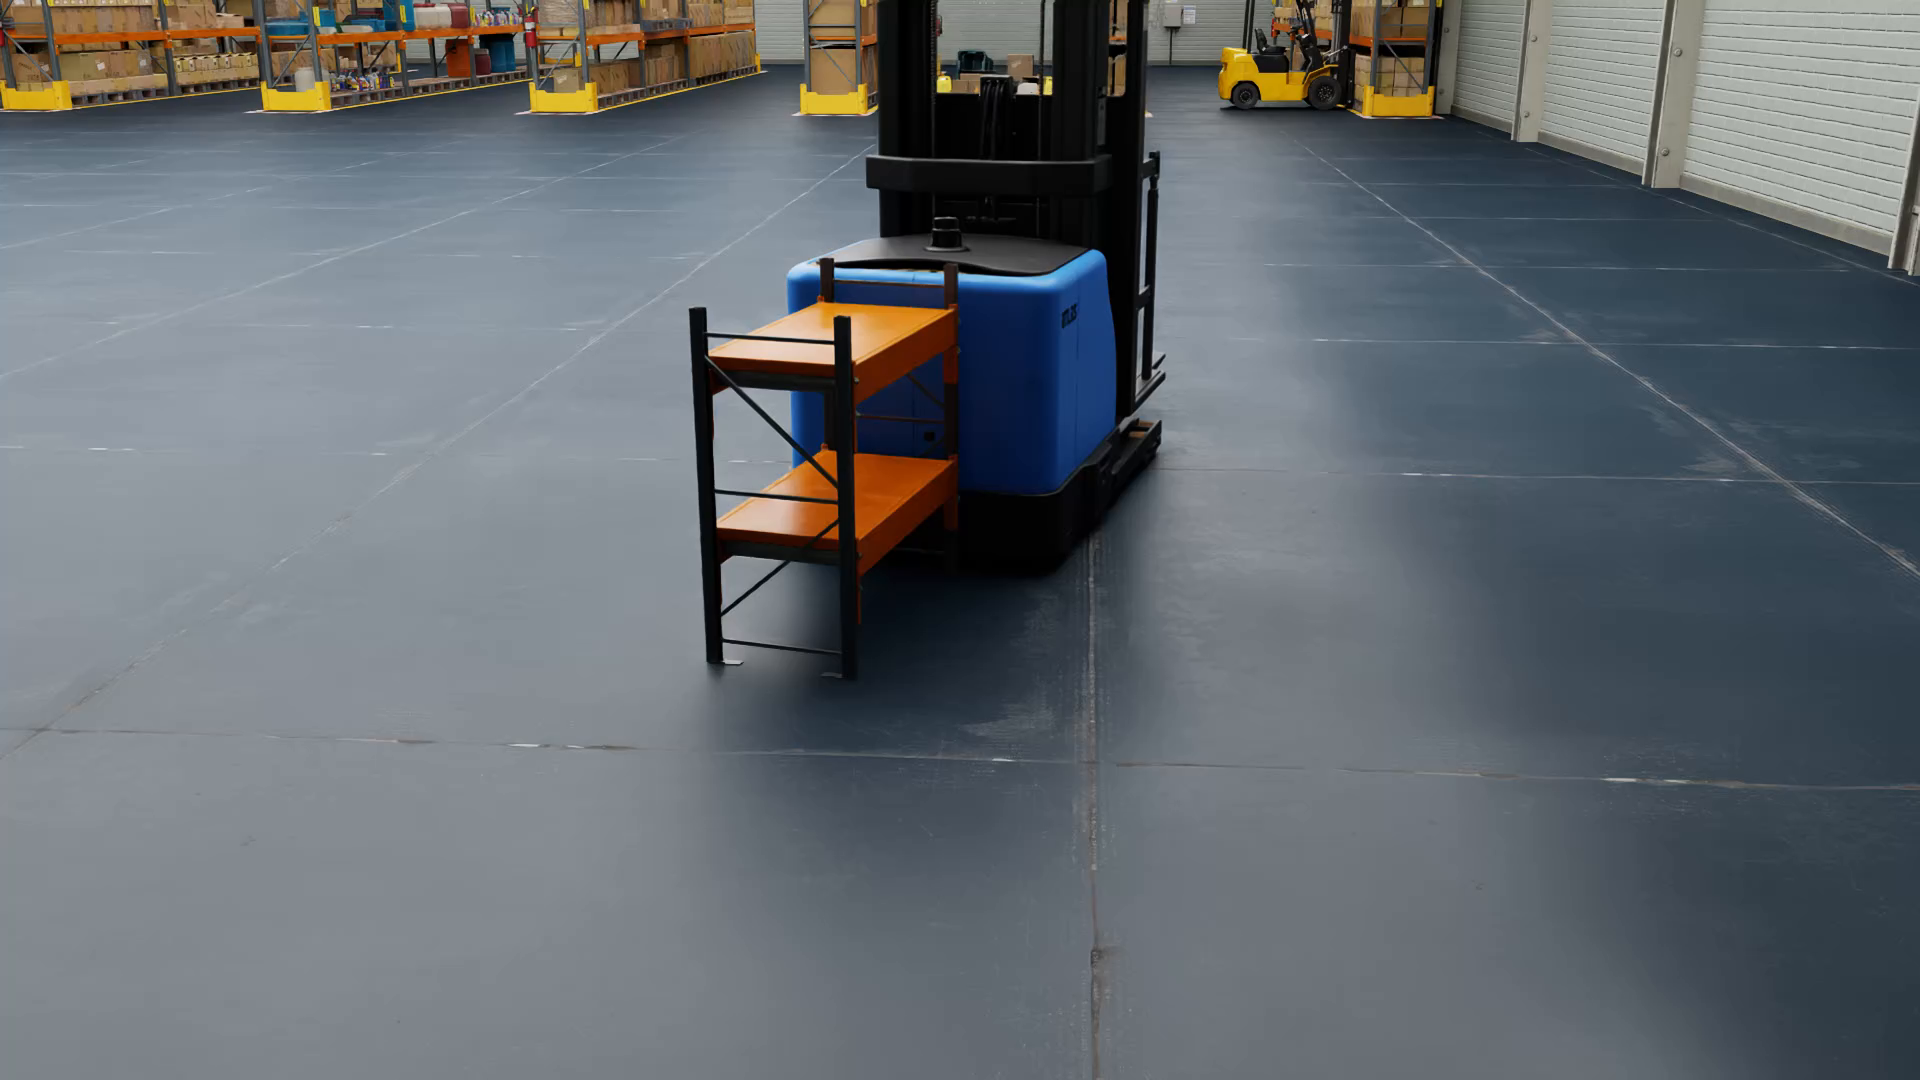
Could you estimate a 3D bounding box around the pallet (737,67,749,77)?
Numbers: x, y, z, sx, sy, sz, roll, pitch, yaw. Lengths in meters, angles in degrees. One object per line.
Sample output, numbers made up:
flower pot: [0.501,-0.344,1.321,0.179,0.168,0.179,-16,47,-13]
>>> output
pallet: [-6.107,-12.210,43.348,1.003,0.211,1.213,1,18,4]

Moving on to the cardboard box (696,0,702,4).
cardboard box: [-6.452,-12.840,39.021,0.797,0.503,0.637,2,18,6]

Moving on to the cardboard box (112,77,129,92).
cardboard box: [-16.696,-8.937,32.621,0.500,0.250,0.500,1,18,4]

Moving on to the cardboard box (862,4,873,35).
cardboard box: [-2.080,-9.582,30.608,0.875,0.550,0.550,1,18,4]

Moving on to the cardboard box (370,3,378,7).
cardboard box: [-15.754,-13.972,44.085,0.500,0.500,0.500,1,18,4]

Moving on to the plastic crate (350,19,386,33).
plastic crate: [-11.647,-10.127,32.749,0.499,0.251,0.616,1,18,4]

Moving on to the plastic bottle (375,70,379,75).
plastic bottle: [-11.741,-9.294,33.517,0.144,0.351,0.185,1,18,4]

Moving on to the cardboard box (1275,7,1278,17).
cardboard box: [8.497,-13.768,43.386,0.500,0.250,0.500,1,18,4]

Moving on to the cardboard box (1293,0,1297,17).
cardboard box: [8.216,-12.531,39.014,0.700,0.500,0.500,1,18,5]

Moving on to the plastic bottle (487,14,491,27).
plastic bottle: [-11.070,-12.219,39.083,0.061,0.283,0.133,1,18,4]

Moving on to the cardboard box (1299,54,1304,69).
cardboard box: [8.140,-10.975,38.440,0.500,0.500,0.500,1,18,2]

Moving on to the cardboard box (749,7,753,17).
cardboard box: [-5.808,-14.077,44.330,0.500,0.250,0.500,1,18,3]

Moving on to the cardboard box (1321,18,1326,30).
cardboard box: [7.878,-10.828,34.892,0.500,0.250,0.500,1,18,2]

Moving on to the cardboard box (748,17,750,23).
cardboard box: [-5.771,-13.767,44.024,0.380,0.149,0.250,1,18,4]

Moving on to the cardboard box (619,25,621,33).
cardboard box: [-6.759,-9.857,32.090,0.380,0.149,0.250,1,18,4]

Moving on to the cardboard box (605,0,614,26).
cardboard box: [-7.075,-10.021,31.549,0.875,0.500,0.500,1,18,4]

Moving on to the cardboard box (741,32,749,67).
cardboard box: [-6.069,-12.870,43.621,0.875,0.875,0.875,1,18,4]

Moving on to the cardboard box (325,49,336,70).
cardboard box: [-15.955,-12.005,41.551,0.500,0.500,0.500,1,18,4]

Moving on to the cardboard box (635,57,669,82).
cardboard box: [-6.700,-10.143,35.867,0.700,0.500,0.500,3,18,9]

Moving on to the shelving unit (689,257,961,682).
shelving unit: [-0.402,-0.279,5.469,0.538,1.125,1.048,6,19,17]

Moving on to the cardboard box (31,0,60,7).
cardboard box: [-16.823,-9.889,30.584,0.380,0.149,0.250,1,18,4]

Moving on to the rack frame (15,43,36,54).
rack frame: [-21.433,-12.010,38.260,1.000,3.000,0.127,1,18,4]

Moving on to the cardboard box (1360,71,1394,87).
cardboard box: [7.374,-8.152,29.423,0.500,0.250,0.500,1,18,3]

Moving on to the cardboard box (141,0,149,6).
cardboard box: [-16.604,-10.849,33.511,0.380,0.149,0.250,1,18,3]

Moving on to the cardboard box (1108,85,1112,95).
cardboard box: [2.491,-8.130,30.160,0.500,0.250,0.500,1,18,4]

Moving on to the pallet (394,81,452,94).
pallet: [-11.736,-9.847,36.134,1.003,0.211,1.213,1,18,4]

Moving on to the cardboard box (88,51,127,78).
cardboard box: [-16.695,-9.293,32.504,0.500,0.500,0.500,1,18,4]

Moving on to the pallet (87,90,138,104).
pallet: [-16.962,-8.708,32.658,1.003,0.211,1.213,1,18,4]

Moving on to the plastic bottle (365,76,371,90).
plastic bottle: [-11.638,-8.974,32.668,0.097,0.271,0.097,0,18,0]

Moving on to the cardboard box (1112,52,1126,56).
cardboard box: [3.177,-9.117,31.966,0.500,0.500,0.500,2,18,5]

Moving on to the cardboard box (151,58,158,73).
cardboard box: [-17.036,-9.950,34.813,0.500,0.311,0.500,1,18,4]

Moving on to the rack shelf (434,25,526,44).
rack shelf: [-11.408,-12.069,39.593,1.077,0.370,4.000,1,18,4]

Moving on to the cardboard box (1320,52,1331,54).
cardboard box: [8.166,-10.226,35.952,0.875,0.625,0.625,2,18,6]

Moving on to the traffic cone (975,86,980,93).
traffic cone: [0.312,-7.849,29.633,0.336,0.463,0.334,1,18,4]

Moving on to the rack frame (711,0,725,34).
rack frame: [-6.325,-12.921,41.039,1.000,3.000,0.127,1,18,4]

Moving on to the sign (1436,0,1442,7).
sign: [8.204,-9.298,28.464,0.100,0.325,0.005,1,18,4]

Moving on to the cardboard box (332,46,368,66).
cardboard box: [-16.076,-12.750,43.819,0.797,0.503,0.637,1,18,4]

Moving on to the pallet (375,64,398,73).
pallet: [-15.980,-12.789,45.115,1.003,0.211,1.213,1,18,4]

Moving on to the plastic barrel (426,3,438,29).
plastic barrel: [-11.467,-11.266,35.770,0.433,0.535,0.433,0,18,0]

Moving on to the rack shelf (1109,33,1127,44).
rack shelf: [2.843,-9.252,30.997,1.077,0.370,4.000,1,18,4]

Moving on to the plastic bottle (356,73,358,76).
plastic bottle: [-12.188,-9.273,33.561,0.061,0.283,0.133,1,18,4]

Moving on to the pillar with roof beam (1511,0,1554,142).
pillar with roof beam: [3.876,-10.143,22.926,9.100,9.000,0.400,1,18,4]

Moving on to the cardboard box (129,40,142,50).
cardboard box: [-21.063,-12.226,41.696,0.750,0.750,0.750,1,18,5]

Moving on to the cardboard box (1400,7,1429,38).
cardboard box: [7.963,-9.058,29.090,0.500,0.500,0.500,2,18,6]

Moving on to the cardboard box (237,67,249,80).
cardboard box: [-16.320,-10.465,37.285,0.500,0.250,0.500,1,18,3]

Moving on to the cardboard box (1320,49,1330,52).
cardboard box: [8.007,-10.827,36.946,0.380,0.149,0.250,0,18,1]

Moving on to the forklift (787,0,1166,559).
forklift: [0.289,-1.744,7.039,1.130,2.935,3.031,6,19,17]

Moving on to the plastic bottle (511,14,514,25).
plastic bottle: [-10.997,-12.730,40.654,0.152,0.276,0.135,1,18,4]

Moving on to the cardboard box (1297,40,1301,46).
cardboard box: [8.249,-11.864,39.634,0.380,0.149,0.250,0,18,1]
